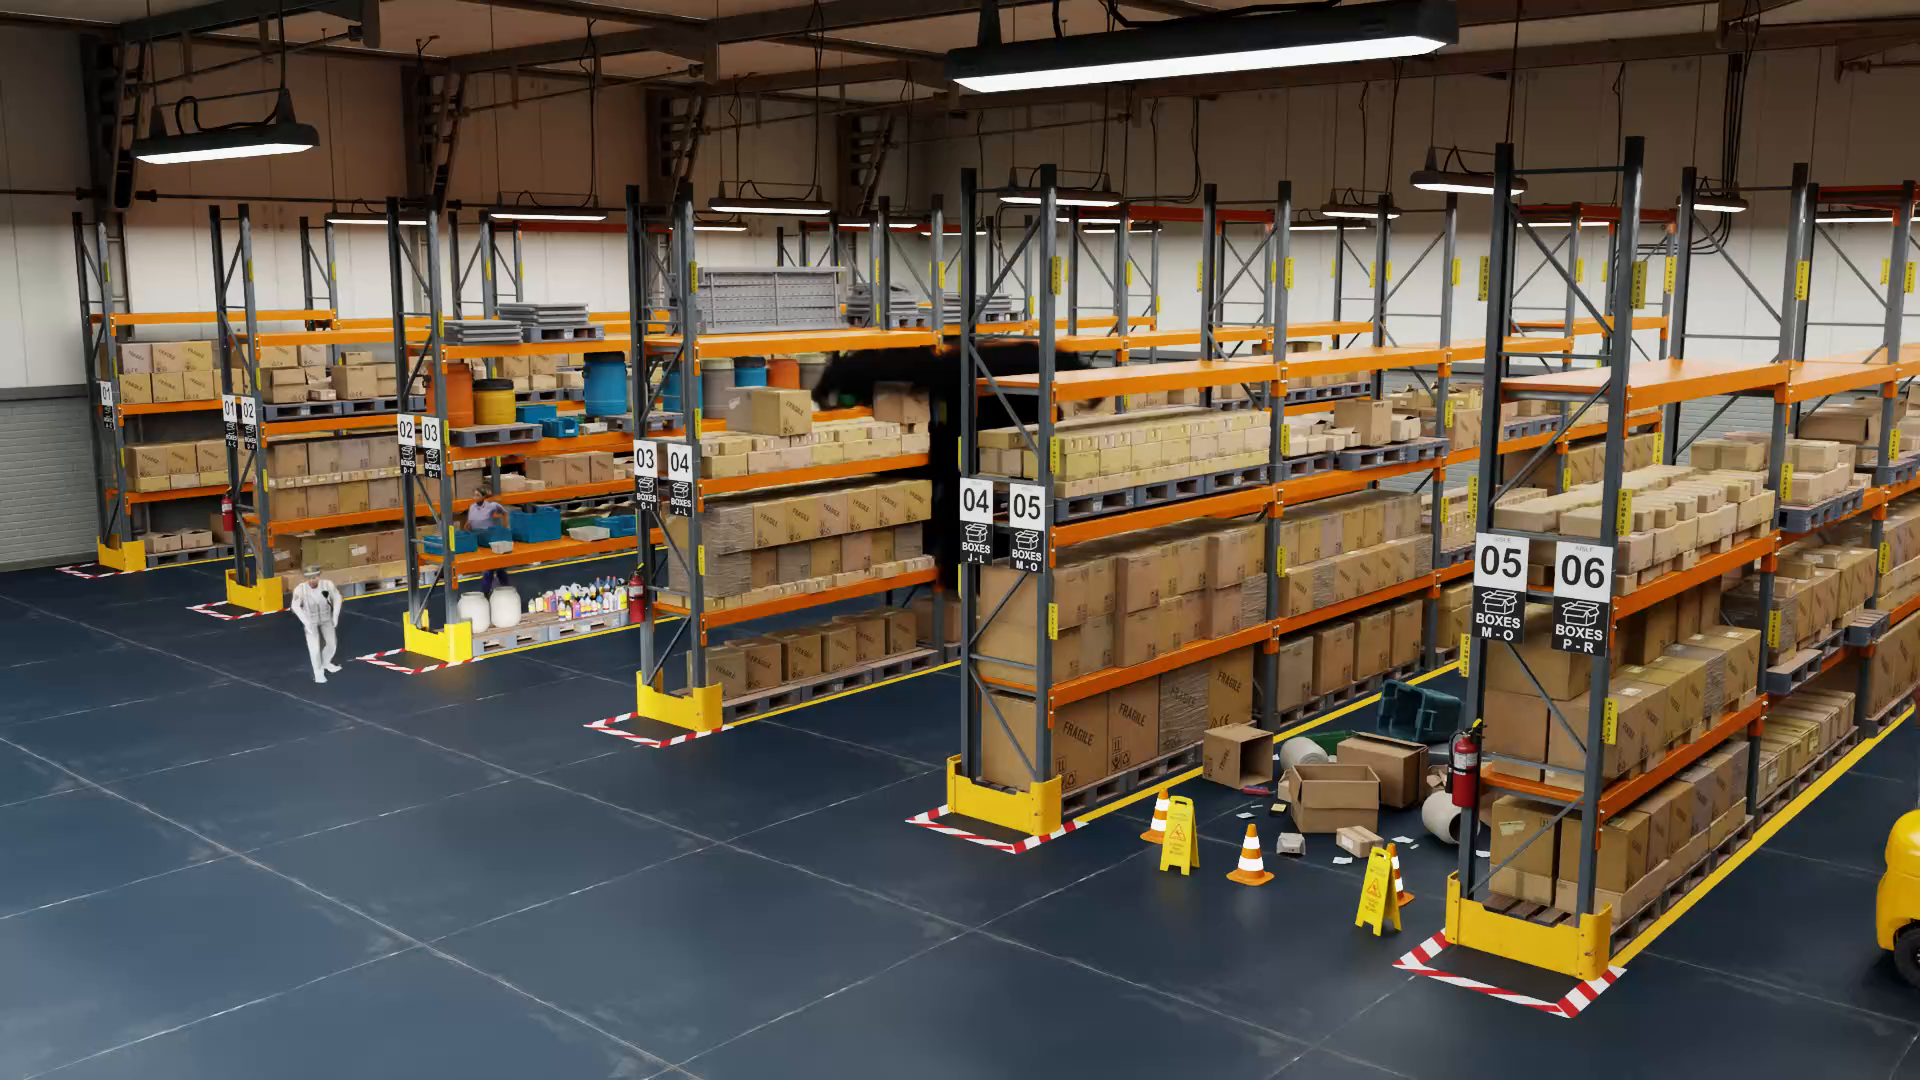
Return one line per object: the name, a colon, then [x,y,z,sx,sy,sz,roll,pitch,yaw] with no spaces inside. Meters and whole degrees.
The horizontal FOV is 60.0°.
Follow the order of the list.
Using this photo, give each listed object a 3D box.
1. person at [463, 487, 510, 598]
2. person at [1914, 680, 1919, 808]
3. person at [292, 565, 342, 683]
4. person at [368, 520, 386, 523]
person: [-6.982,0.019,24.615,0.546,1.649,0.901,5,11,28]
person: [9.312,1.749,15.576,0.661,1.733,0.576,8,12,39]
person: [-7.967,1.010,20.648,0.623,1.528,0.835,-7,11,-34]
person: [-10.103,-0.439,28.733,0.656,1.718,0.585,4,10,22]
